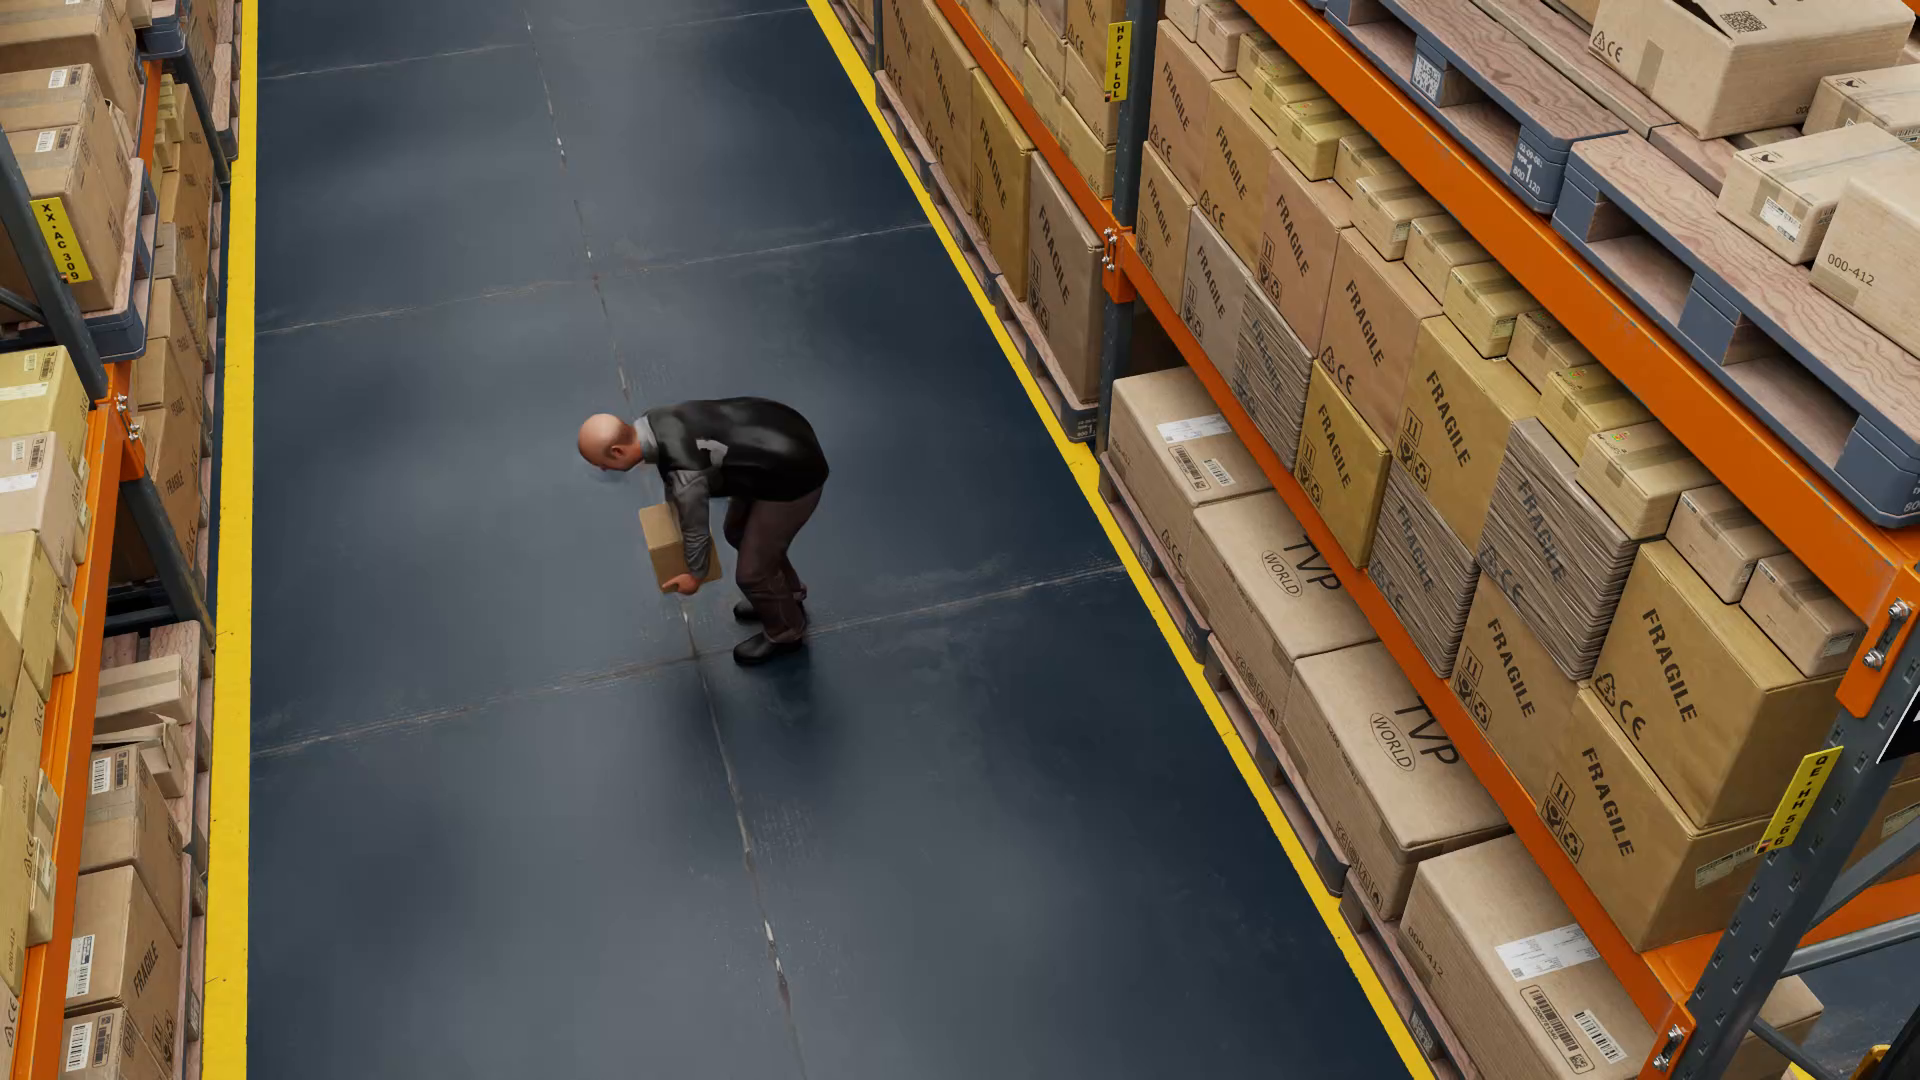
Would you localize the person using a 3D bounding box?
[{"bbox_3d":[-0.968,-0.045,6.562,0.916,1.281,0.463,-13,44,-14],"label":"person"}]
